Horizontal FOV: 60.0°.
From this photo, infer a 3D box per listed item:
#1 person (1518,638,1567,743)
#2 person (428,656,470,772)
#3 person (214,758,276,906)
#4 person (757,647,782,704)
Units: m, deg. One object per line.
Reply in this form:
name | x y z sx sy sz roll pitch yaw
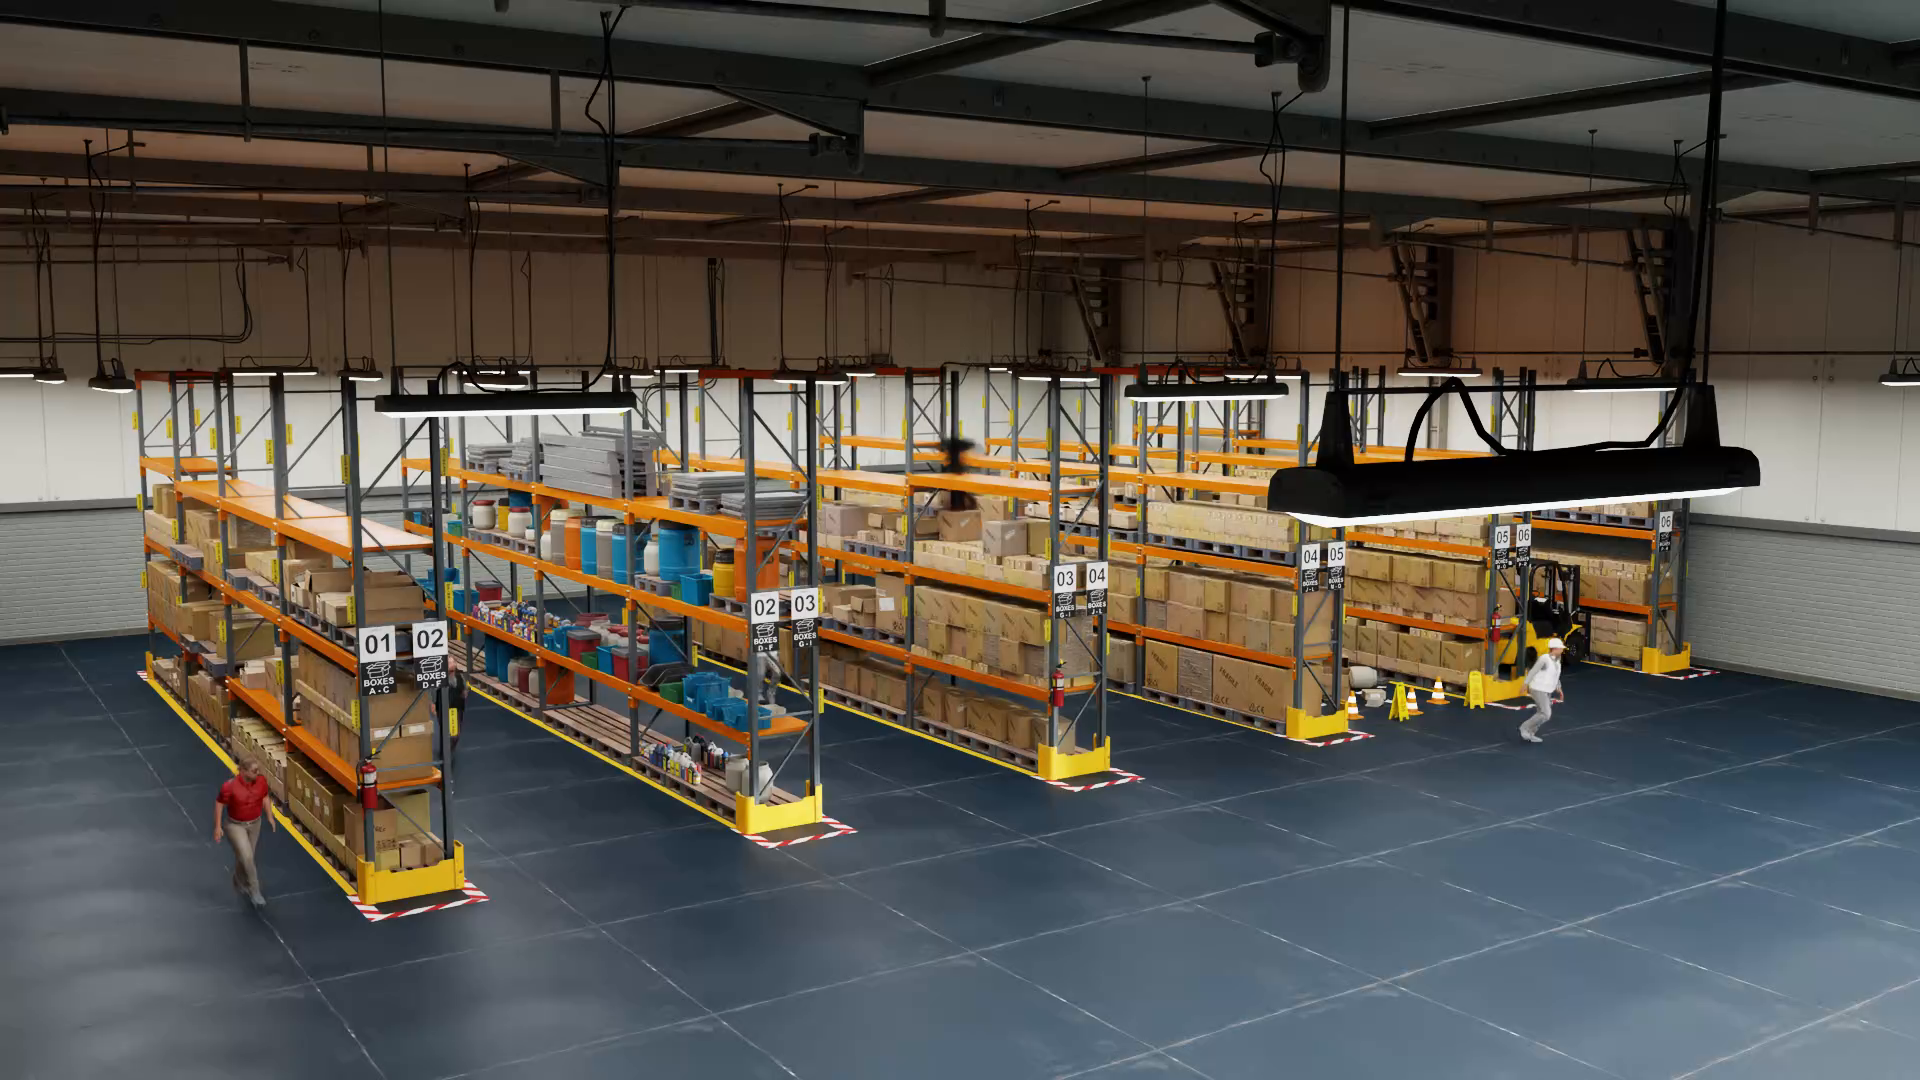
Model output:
person | 9.463 2.436 26.965 0.619 1.718 0.665 5 8 40
person | -7.732 2.639 25.228 0.720 1.748 0.640 5 8 39
person | -8.302 3.334 19.218 0.763 1.725 0.650 5 8 36
person | -3.450 2.088 29.813 0.658 1.784 0.796 -4 8 -32
